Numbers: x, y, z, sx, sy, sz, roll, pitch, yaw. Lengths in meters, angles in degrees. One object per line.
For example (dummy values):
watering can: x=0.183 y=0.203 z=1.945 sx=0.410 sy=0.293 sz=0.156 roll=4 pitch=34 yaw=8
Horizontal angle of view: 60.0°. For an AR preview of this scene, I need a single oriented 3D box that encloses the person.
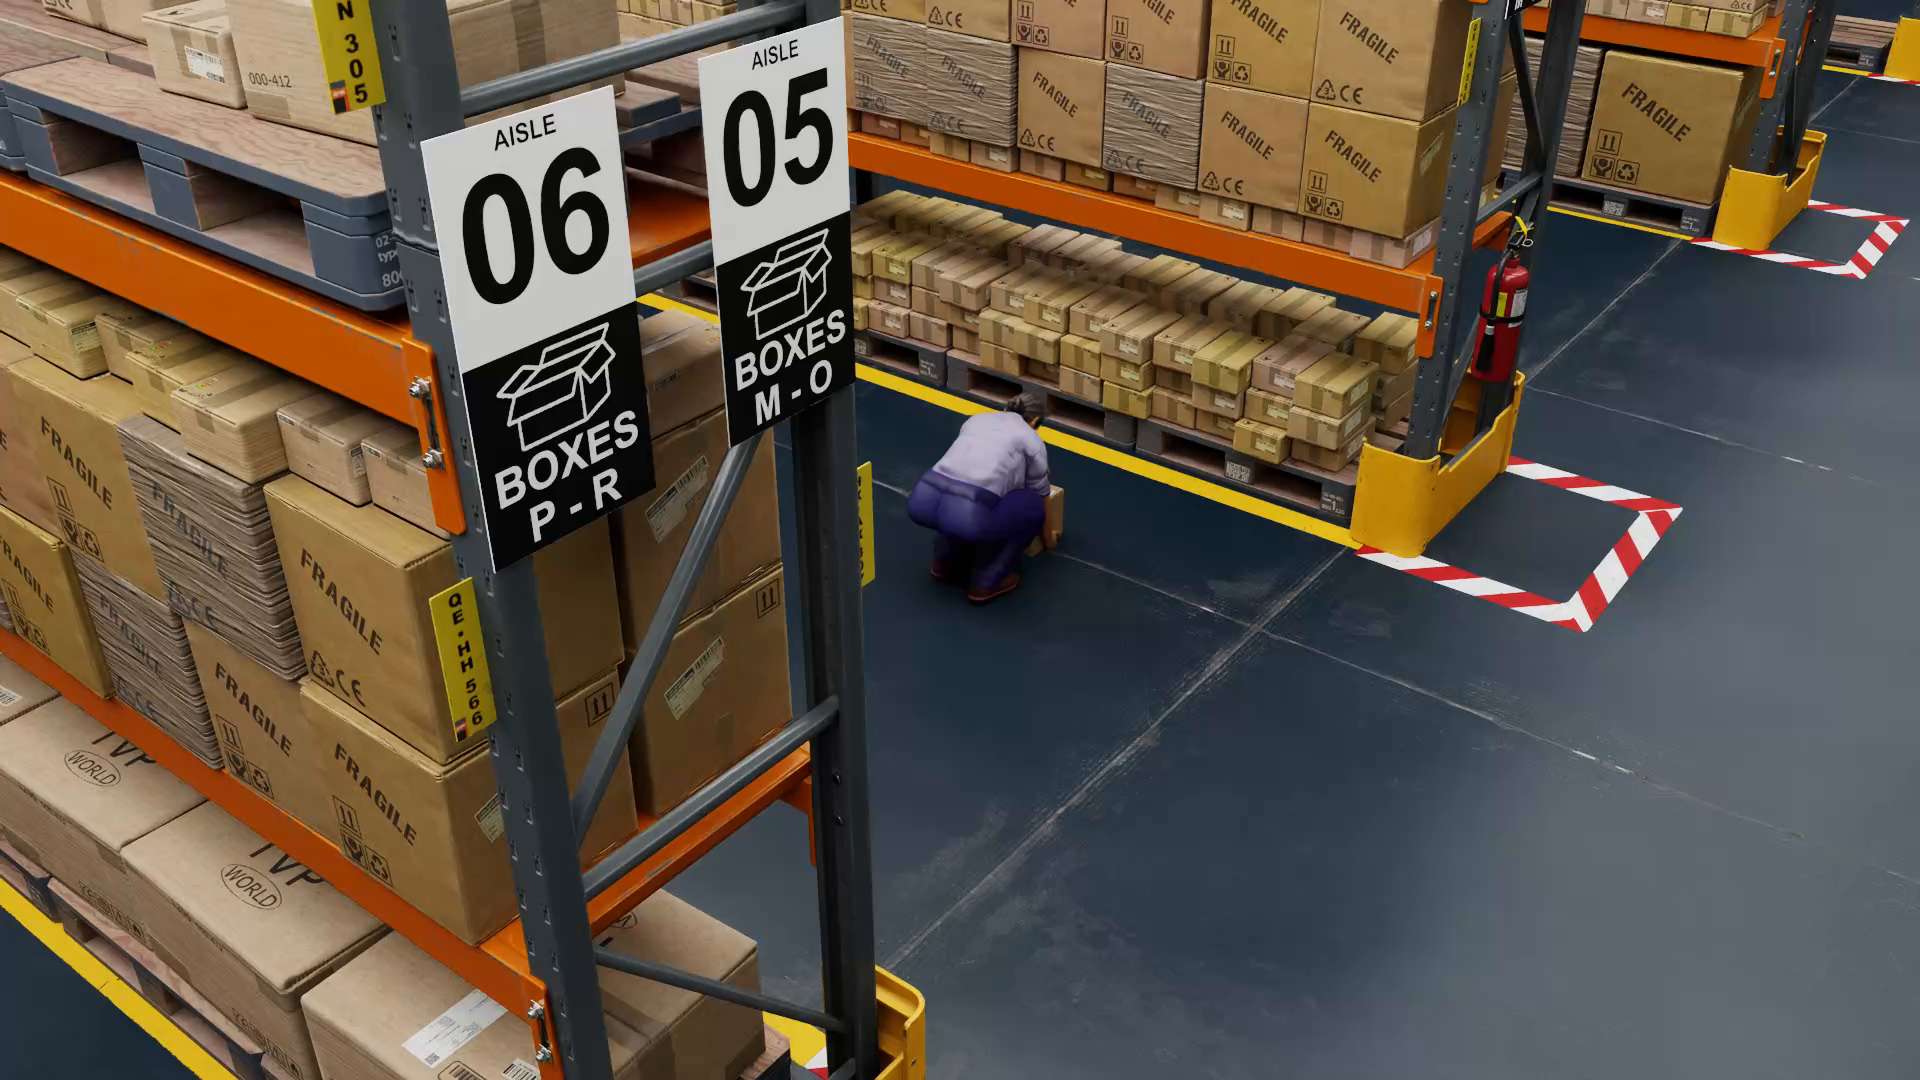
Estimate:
person: x=0.130 y=-0.184 z=7.356 sx=0.496 sy=0.755 sz=0.878 roll=20 pitch=37 yaw=30
